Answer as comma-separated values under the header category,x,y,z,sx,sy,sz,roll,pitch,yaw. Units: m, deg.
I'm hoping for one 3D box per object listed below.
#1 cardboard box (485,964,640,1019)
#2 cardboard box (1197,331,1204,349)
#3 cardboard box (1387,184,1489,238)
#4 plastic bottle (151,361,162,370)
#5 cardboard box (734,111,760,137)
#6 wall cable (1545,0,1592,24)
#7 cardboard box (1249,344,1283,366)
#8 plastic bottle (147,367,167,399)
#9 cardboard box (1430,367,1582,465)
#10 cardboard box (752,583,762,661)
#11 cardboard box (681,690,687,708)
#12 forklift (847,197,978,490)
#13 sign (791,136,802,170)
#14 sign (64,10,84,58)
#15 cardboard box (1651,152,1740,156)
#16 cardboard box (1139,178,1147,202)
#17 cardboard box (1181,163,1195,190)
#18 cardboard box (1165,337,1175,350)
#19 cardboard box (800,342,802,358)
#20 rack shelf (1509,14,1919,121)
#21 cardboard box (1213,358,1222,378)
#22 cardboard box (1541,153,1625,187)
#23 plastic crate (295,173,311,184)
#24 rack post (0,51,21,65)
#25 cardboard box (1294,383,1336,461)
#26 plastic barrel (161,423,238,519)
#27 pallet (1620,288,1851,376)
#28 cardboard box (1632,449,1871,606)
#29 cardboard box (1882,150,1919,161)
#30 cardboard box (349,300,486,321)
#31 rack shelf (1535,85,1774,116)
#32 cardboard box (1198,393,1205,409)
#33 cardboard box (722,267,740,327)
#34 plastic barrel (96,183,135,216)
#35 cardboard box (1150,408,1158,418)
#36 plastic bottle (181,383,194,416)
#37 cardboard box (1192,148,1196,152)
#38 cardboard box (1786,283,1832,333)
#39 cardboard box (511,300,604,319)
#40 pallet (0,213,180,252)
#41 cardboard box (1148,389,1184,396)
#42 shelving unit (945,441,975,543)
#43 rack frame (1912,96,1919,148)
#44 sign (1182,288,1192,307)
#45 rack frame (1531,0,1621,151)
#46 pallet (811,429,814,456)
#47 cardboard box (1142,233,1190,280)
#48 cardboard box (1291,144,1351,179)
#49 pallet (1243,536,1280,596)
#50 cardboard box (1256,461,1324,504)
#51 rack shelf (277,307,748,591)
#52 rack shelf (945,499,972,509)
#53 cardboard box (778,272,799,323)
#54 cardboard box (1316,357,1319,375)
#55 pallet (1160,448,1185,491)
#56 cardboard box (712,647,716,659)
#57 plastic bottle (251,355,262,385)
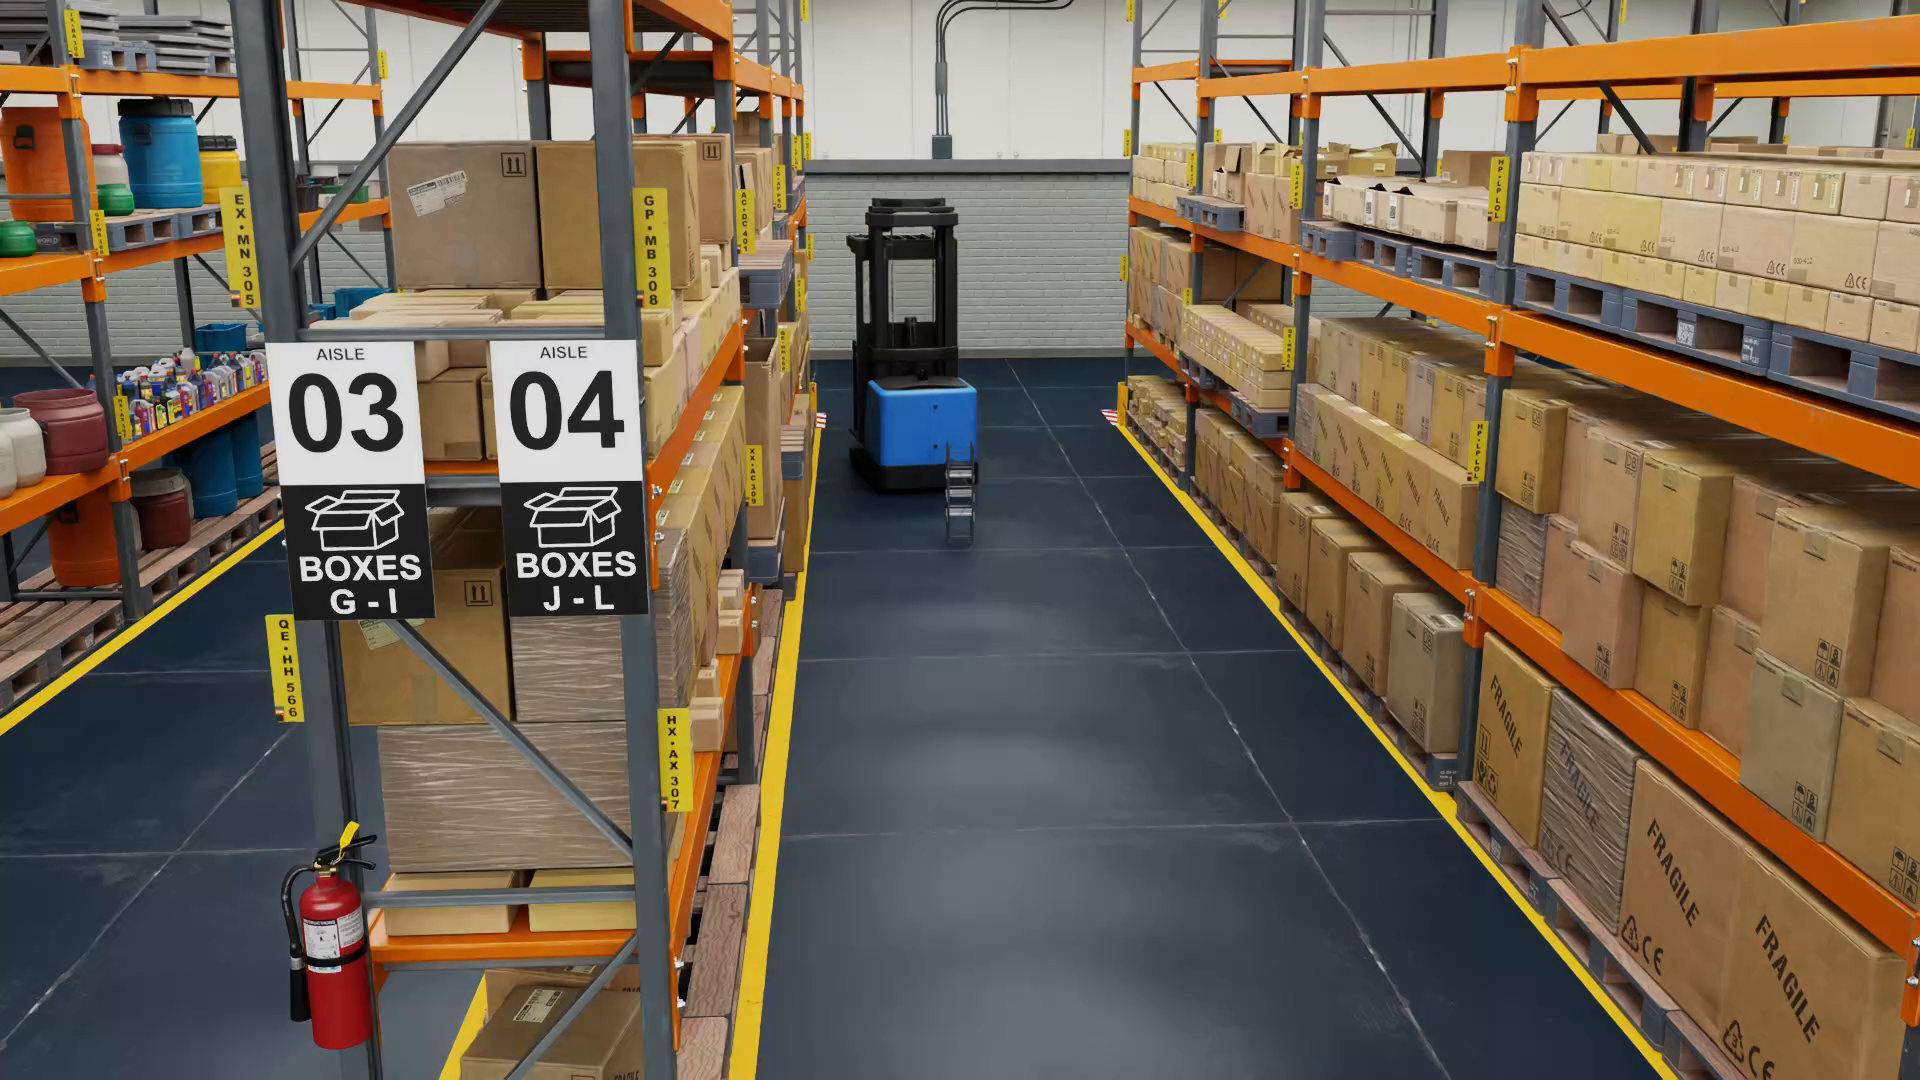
category,x,y,z,sx,sy,sz,roll,pitch,yaw
cardboard box,-1.484,1.787,6.459,0.500,0.500,0.500,3,15,11
cardboard box,2.439,-1.880,15.601,0.380,0.149,0.250,-2,15,-6
cardboard box,2.990,-2.057,10.339,0.500,0.311,0.500,-1,14,-5
plastic bottle,-7.427,-1.521,15.400,0.097,0.271,0.097,0,14,0
cardboard box,-2.186,-4.251,16.984,0.500,0.250,0.500,-2,15,-7
wall cable,10.409,-7.427,25.982,2.988,3.039,0.133,-1,14,-3
cardboard box,2.569,-1.505,13.546,0.380,0.149,0.250,-1,14,-4
plastic bottle,-7.220,-1.416,14.981,0.152,0.276,0.135,-1,14,-3
cardboard box,3.247,-0.747,9.925,0.700,0.500,0.500,-1,14,-4
cardboard box,-1.736,0.536,11.279,0.700,0.500,0.500,0,14,1
cardboard box,-1.536,0.506,6.465,0.875,0.500,0.500,-1,14,-3
forklift,-0.622,-2.258,18.144,1.130,2.935,3.031,-3,15,-12
sign,-1.593,-3.767,16.183,0.100,0.325,0.005,-1,14,-3
sign,-6.281,-3.589,11.788,0.100,0.325,0.005,-1,14,-3
cardboard box,3.659,-1.846,8.245,0.380,0.149,0.250,-1,14,-4
cardboard box,2.375,-4.081,19.371,0.500,0.250,0.500,0,14,-2
cardboard box,2.540,-3.685,16.832,0.500,0.250,0.500,-2,15,-6
cardboard box,2.451,-2.160,18.128,0.380,0.149,0.250,-2,15,-6
cardboard box,-1.854,-1.989,17.464,0.380,0.149,0.250,0,14,-2
rack shelf,3.442,-1.829,6.544,1.077,0.370,4.000,-1,14,-3
cardboard box,2.486,-1.542,14.884,0.380,0.149,0.250,-2,15,-6
cardboard box,3.018,-1.773,7.960,0.380,0.149,0.250,-1,14,-4
plastic crate,-7.505,-3.858,18.329,0.504,0.338,0.767,-1,14,-3
rack post,-6.790,-3.325,9.714,1.013,1.000,3.121,-1,14,-3
cardboard box,2.829,-0.890,12.490,0.500,0.500,0.500,-1,14,-3
plastic barrel,-7.017,-0.700,15.319,0.600,0.901,0.708,-1,14,-3
pallet,3.431,-0.866,6.755,1.003,0.211,1.213,-1,14,-3
cardboard box,3.394,-0.063,7.007,0.875,0.550,0.500,-1,14,-3
cardboard box,7.830,-2.857,13.263,0.797,0.503,0.637,-2,15,-7
cardboard box,-1.745,-0.687,5.381,0.380,0.149,0.250,-2,15,-6
rack shelf,7.633,-4.915,18.538,1.077,0.370,4.000,-1,14,-3
cardboard box,2.892,-1.606,19.156,0.380,0.149,0.250,-1,14,-5
cardboard box,-1.350,-1.182,8.106,0.500,0.250,0.500,0,14,-1
plastic barrel,-6.666,-2.678,13.086,0.294,0.245,0.294,0,14,0
cardboard box,2.434,-1.521,19.424,0.380,0.149,0.250,-2,15,-6
plastic bottle,-6.586,-1.197,14.139,0.097,0.271,0.097,0,14,0
cardboard box,2.530,-3.841,16.637,0.380,0.149,0.250,-2,15,-6
cardboard box,3.160,-0.818,5.849,0.380,0.149,0.250,-1,14,-3
cardboard box,-1.235,-0.689,5.388,0.380,0.149,0.250,-1,14,-4
pallet,-6.780,-2.383,12.850,1.003,0.211,1.213,-1,14,-3
cardboard box,2.398,-1.662,19.373,0.380,0.149,0.250,0,14,-1
shelving unit,0.000,-0.438,15.146,0.258,0.900,0.210,-1,14,-3
rack frame,12.463,-6.032,20.634,1.000,3.000,0.127,-1,14,-3
sign,2.281,-2.361,16.671,0.100,0.325,0.005,-1,14,-3
rack frame,7.509,-5.954,20.332,1.000,3.000,0.127,-1,14,-3
pallet,-2.182,-1.045,18.888,1.003,0.211,1.213,-1,14,-3
cardboard box,2.385,-3.253,19.069,0.500,0.500,0.500,-1,14,-5
cardboard box,2.786,-2.926,12.846,0.396,0.266,0.258,-1,14,-3
pallet,3.023,0.198,14.055,1.003,0.211,1.213,-1,14,-3
cardboard box,2.766,-0.480,13.763,0.500,0.250,0.500,-1,14,-5
rack shelf,-1.515,-0.518,6.669,1.077,0.370,4.000,-1,14,-3
rack shelf,0.000,-0.318,15.176,0.258,0.077,0.200,-1,14,-3
cardboard box,-1.909,-2.459,16.985,0.500,0.500,0.500,-1,14,-3
cardboard box,3.202,-1.440,13.893,0.380,0.149,0.250,-1,14,-5
pallet,2.745,-0.768,17.813,1.003,0.211,1.213,-1,14,-3
cardboard box,-1.304,0.571,7.516,0.380,0.149,0.250,-1,14,-3
plastic bottle,-6.671,-1.618,15.754,0.061,0.283,0.133,-1,14,-3
